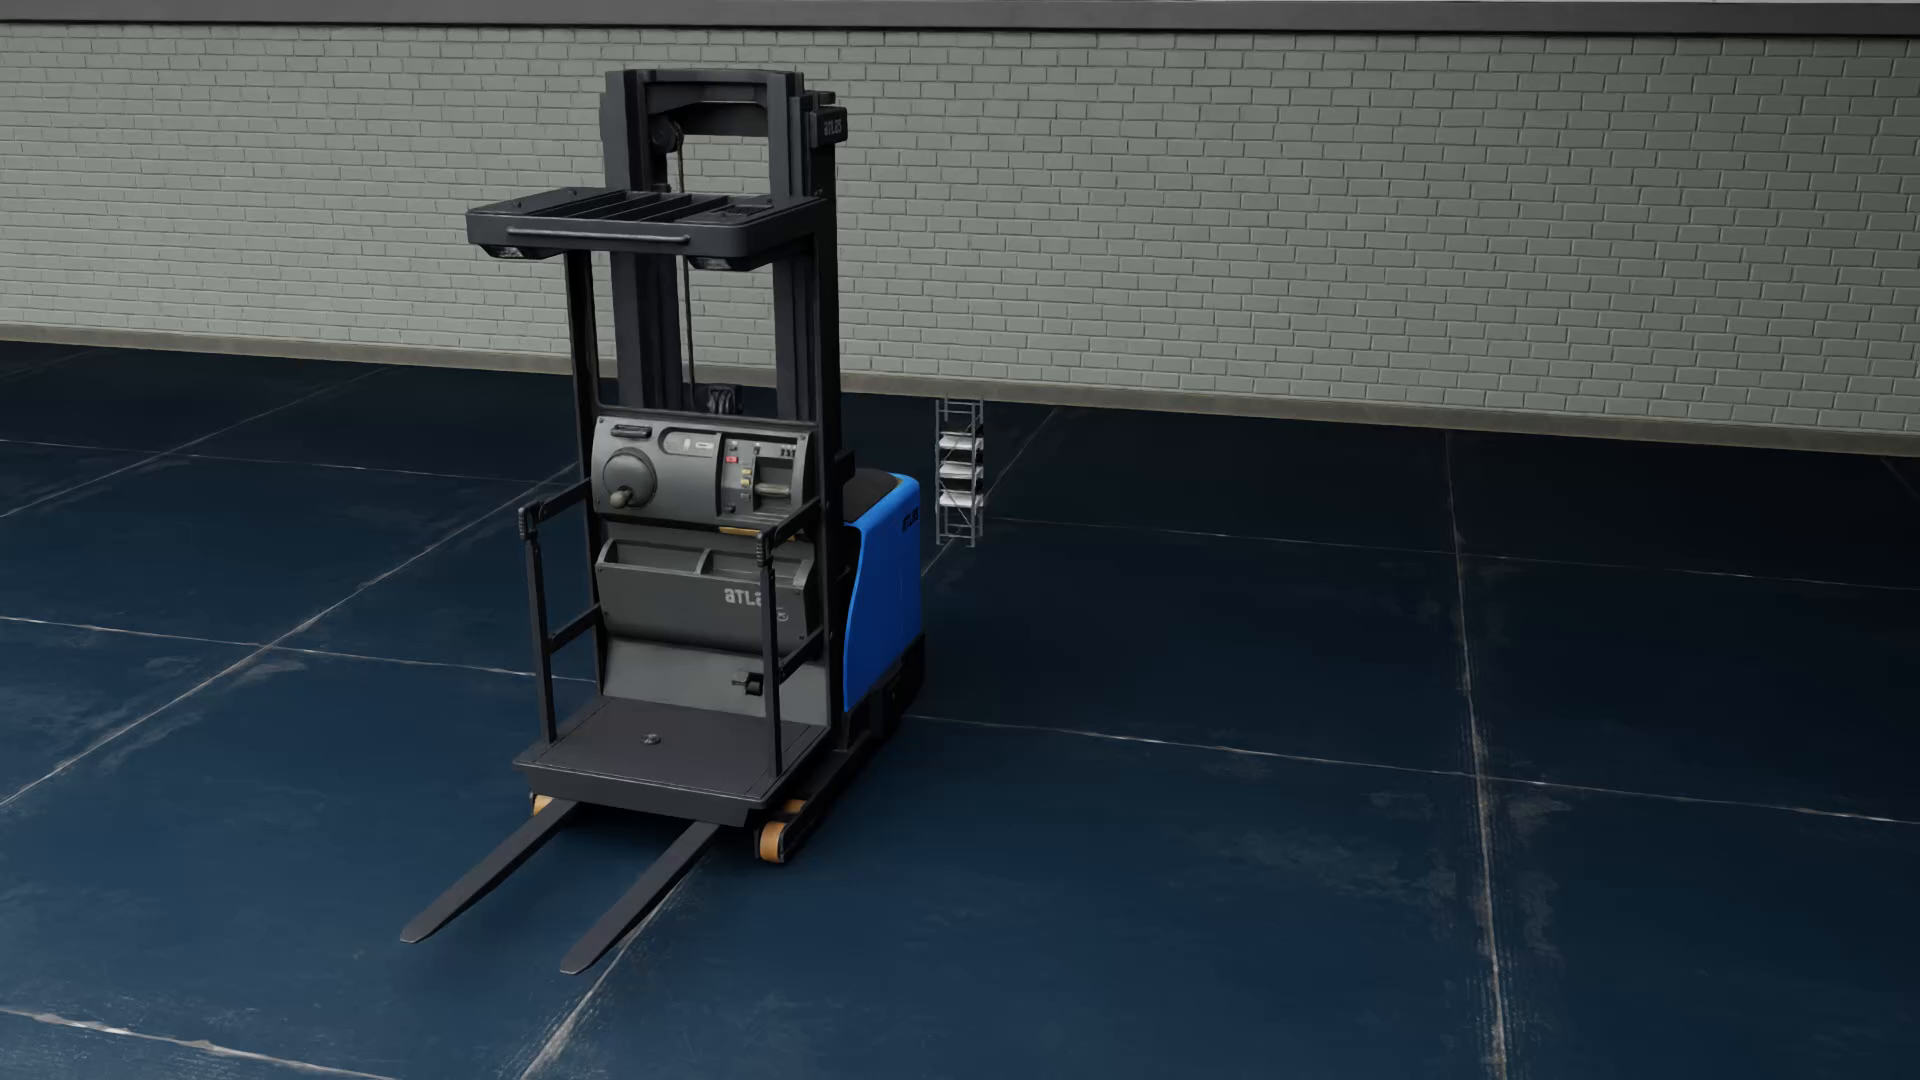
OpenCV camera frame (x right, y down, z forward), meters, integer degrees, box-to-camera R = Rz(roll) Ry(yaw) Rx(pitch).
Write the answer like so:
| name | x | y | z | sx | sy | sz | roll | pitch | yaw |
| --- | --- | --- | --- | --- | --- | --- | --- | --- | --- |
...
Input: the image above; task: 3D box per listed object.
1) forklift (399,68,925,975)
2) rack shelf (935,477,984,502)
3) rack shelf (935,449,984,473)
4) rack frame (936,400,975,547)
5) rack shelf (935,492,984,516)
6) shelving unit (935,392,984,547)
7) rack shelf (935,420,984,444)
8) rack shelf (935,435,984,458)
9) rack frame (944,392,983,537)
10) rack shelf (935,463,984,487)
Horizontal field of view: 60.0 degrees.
| name | x | y | z | sx | sy | sz | roll | pitch | yaw |
| --- | --- | --- | --- | --- | --- | --- | --- | --- | --- |
| forklift | -1.104 | -0.269 | 6.441 | 1.130 | 2.935 | 3.031 | 6 | 20 | 17 |
| rack shelf | -0.002 | -0.307 | 10.075 | 0.258 | 0.077 | 0.200 | 5 | 19 | 13 |
| rack shelf | -0.002 | -0.477 | 10.016 | 0.258 | 0.077 | 0.200 | 5 | 19 | 13 |
| rack frame | -0.027 | -0.391 | 9.941 | 0.240 | 0.900 | 0.006 | 5 | 19 | 13 |
| rack shelf | -0.002 | -0.221 | 10.104 | 0.258 | 0.077 | 0.200 | 5 | 19 | 13 |
| shelving unit | -0.002 | -0.423 | 10.035 | 0.258 | 0.900 | 0.210 | 5 | 19 | 13 |
| rack shelf | -0.002 | -0.647 | 9.958 | 0.258 | 0.077 | 0.200 | 5 | 19 | 13 |
| rack shelf | -0.002 | -0.562 | 9.987 | 0.258 | 0.077 | 0.200 | 5 | 19 | 13 |
| rack frame | 0.023 | -0.455 | 10.128 | 0.240 | 0.900 | 0.006 | 5 | 19 | 13 |
| rack shelf | -0.002 | -0.392 | 10.045 | 0.258 | 0.077 | 0.200 | 5 | 19 | 13 |
